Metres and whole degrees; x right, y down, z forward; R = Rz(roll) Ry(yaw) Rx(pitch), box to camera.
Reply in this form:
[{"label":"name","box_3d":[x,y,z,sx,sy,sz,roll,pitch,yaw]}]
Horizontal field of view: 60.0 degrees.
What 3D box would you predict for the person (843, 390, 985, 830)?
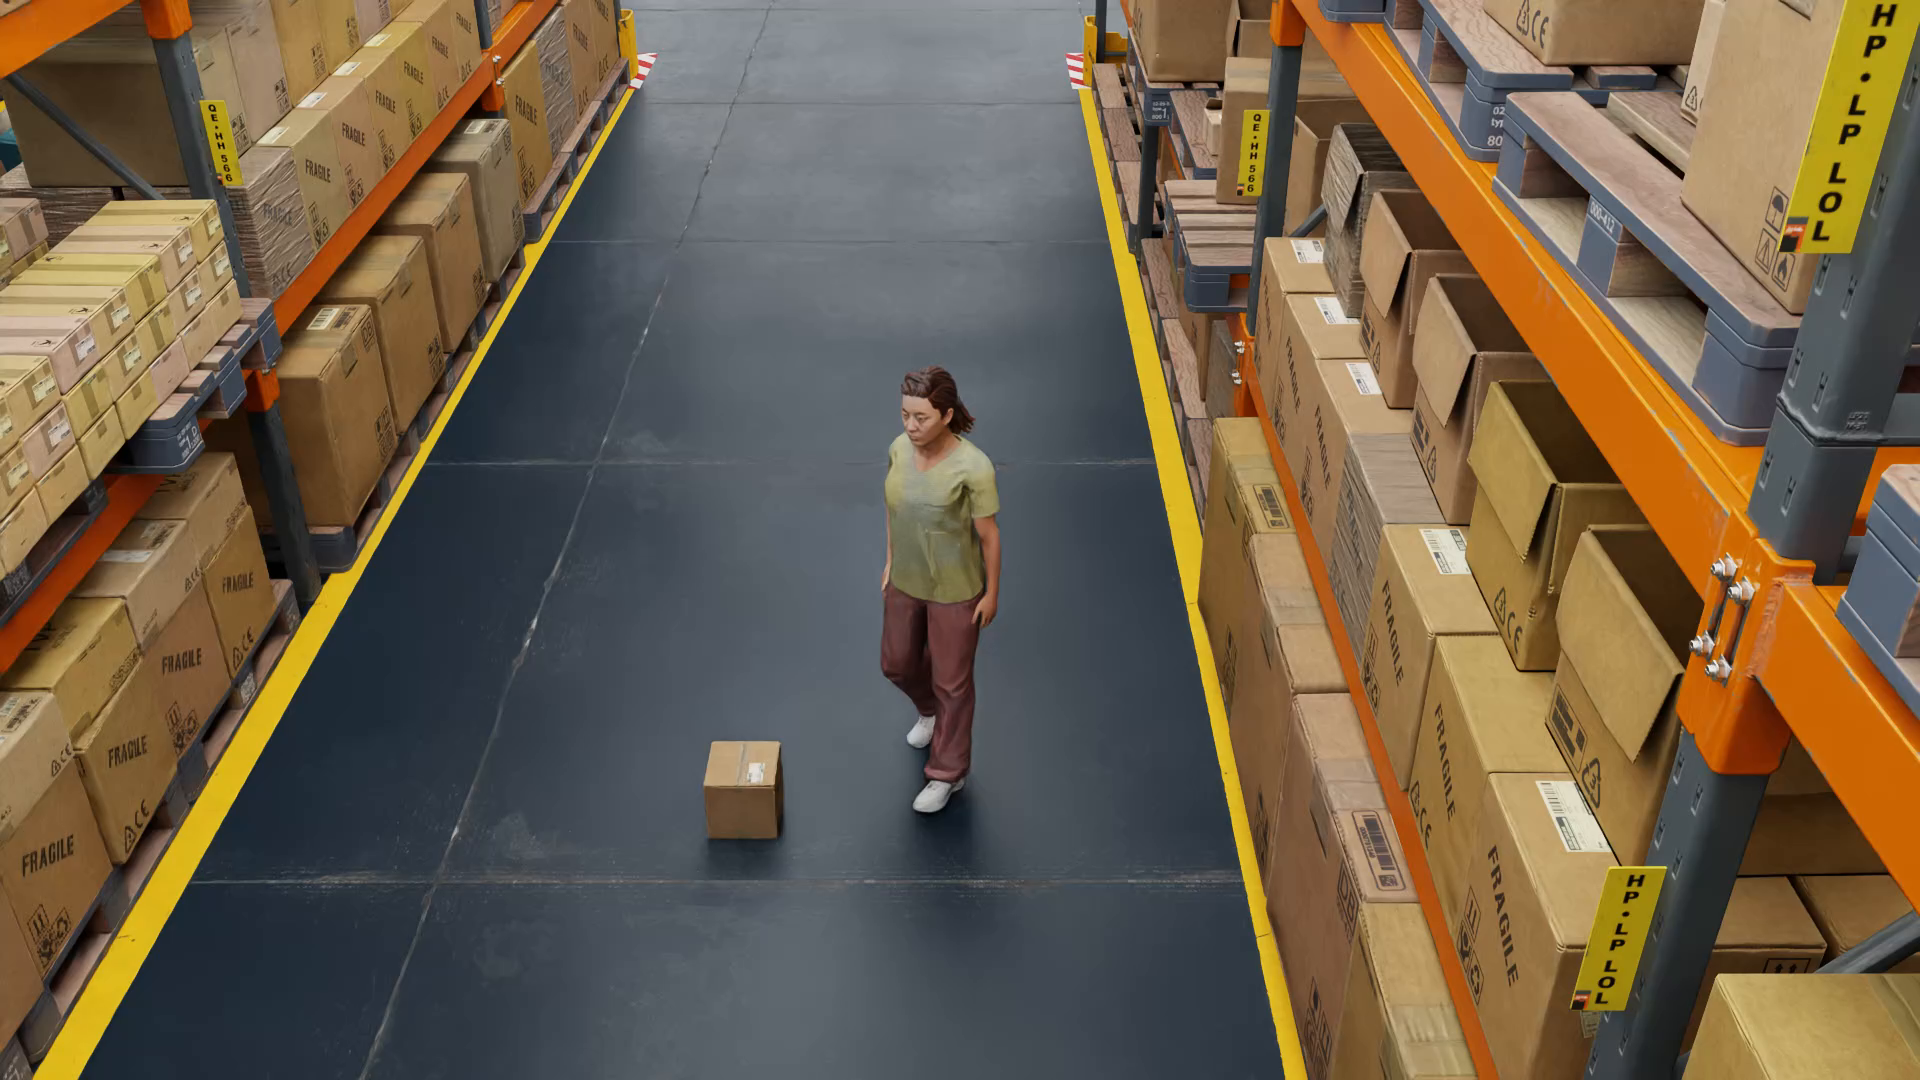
[{"label":"person","box_3d":[-0.139,0.281,5.712,0.467,1.726,0.386,23,38,32]}]
